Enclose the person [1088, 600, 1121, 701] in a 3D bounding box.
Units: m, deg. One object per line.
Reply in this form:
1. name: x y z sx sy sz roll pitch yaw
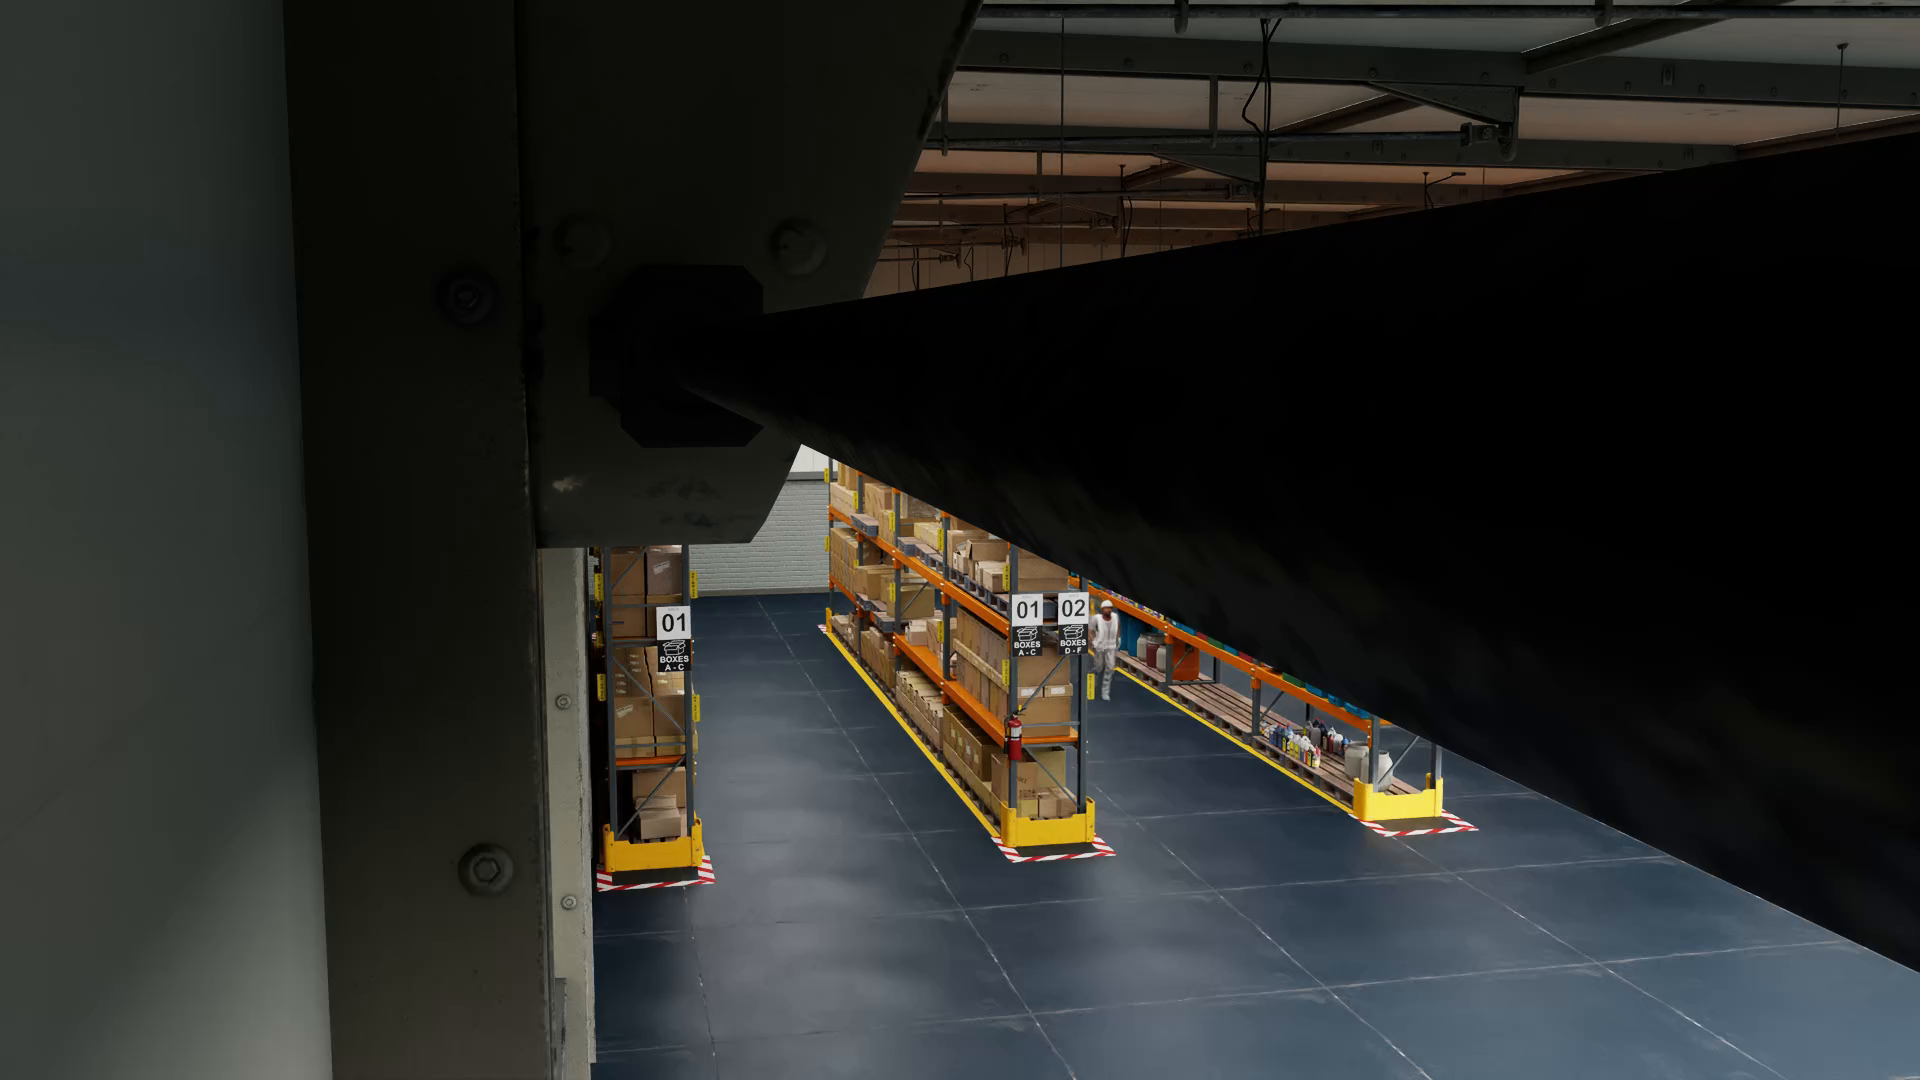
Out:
1. person: 2.578 1.937 29.781 0.707 1.766 0.896 -2 7 -15
